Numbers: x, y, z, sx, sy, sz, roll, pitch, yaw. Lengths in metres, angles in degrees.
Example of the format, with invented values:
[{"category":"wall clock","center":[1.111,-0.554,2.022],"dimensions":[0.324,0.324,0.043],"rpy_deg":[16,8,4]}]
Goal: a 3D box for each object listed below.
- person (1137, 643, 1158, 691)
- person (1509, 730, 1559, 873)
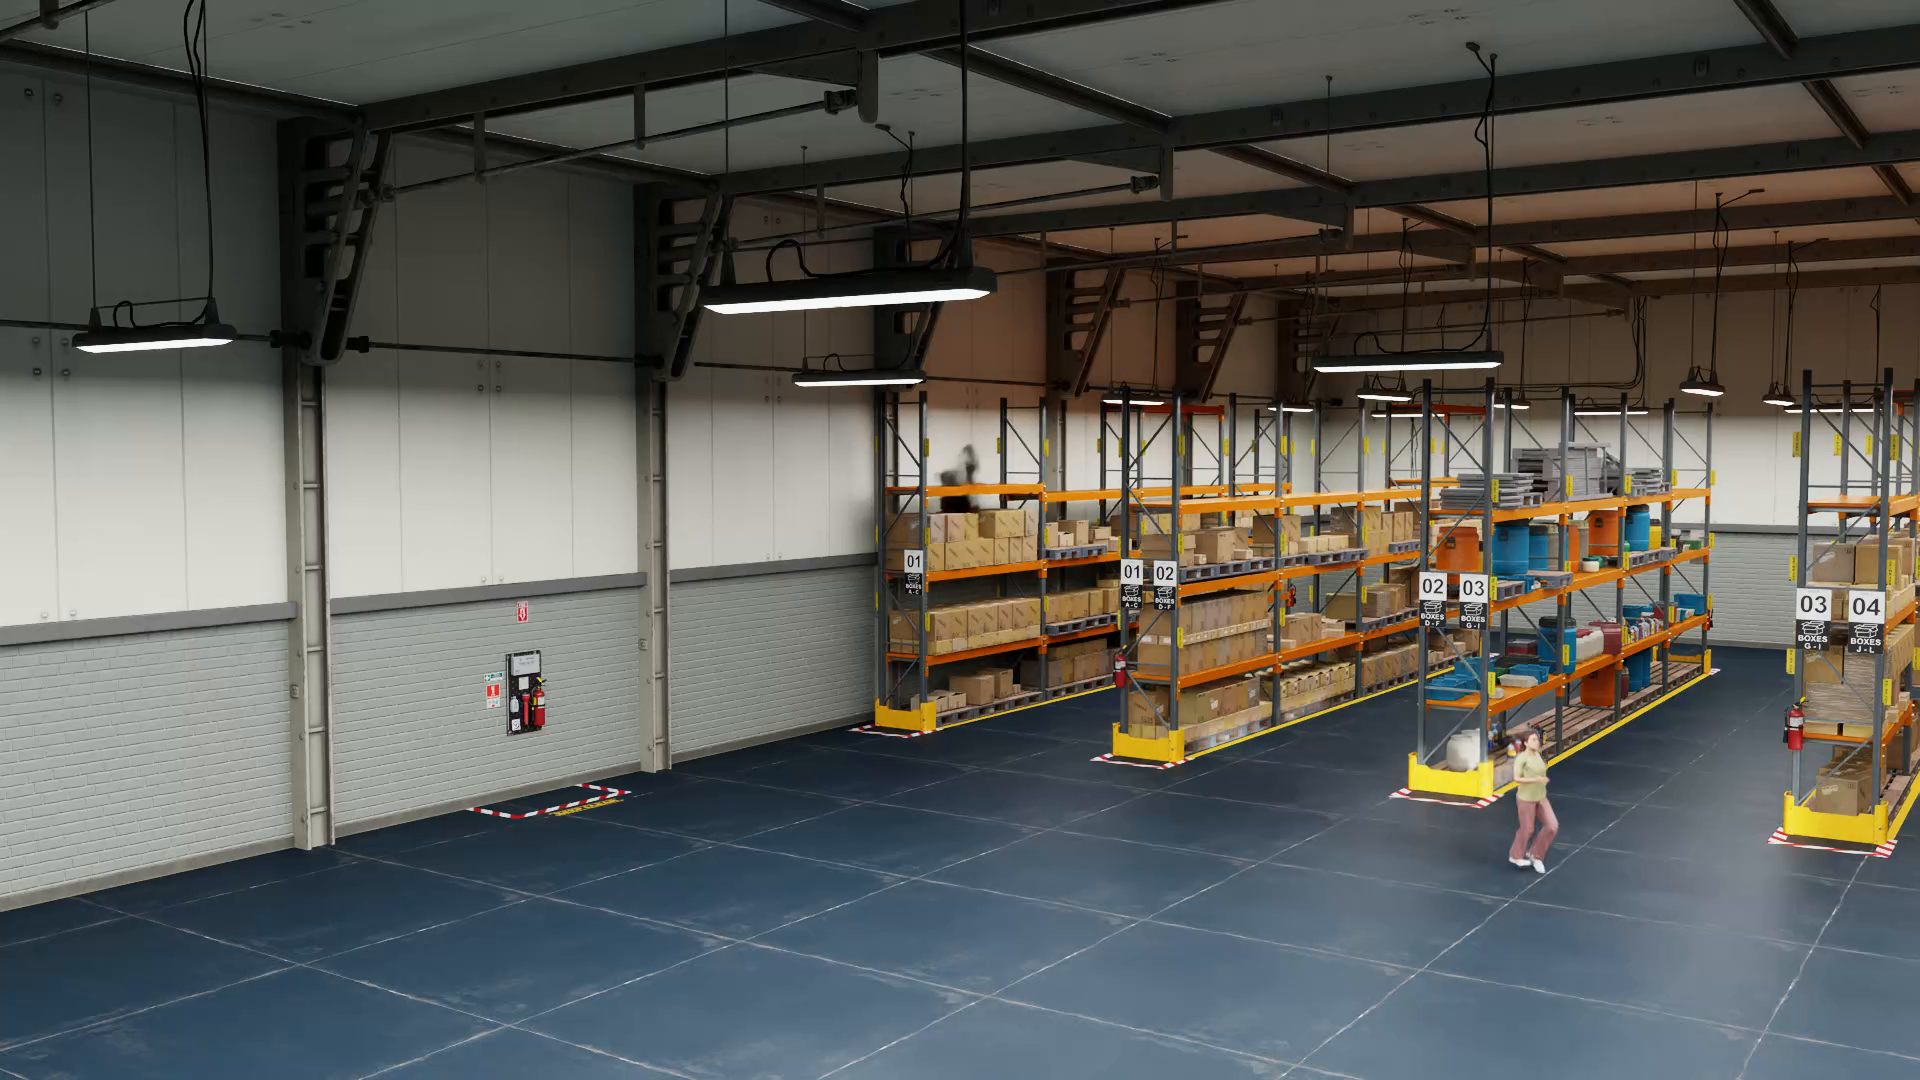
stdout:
[{"category":"person","center":[3.553,2.388,30.906],"dimensions":[0.722,1.746,0.627],"rpy_deg":[2,4,29]},{"category":"person","center":[6.756,3.084,19.609],"dimensions":[0.560,1.689,0.633],"rpy_deg":[-2,4,-27]}]
